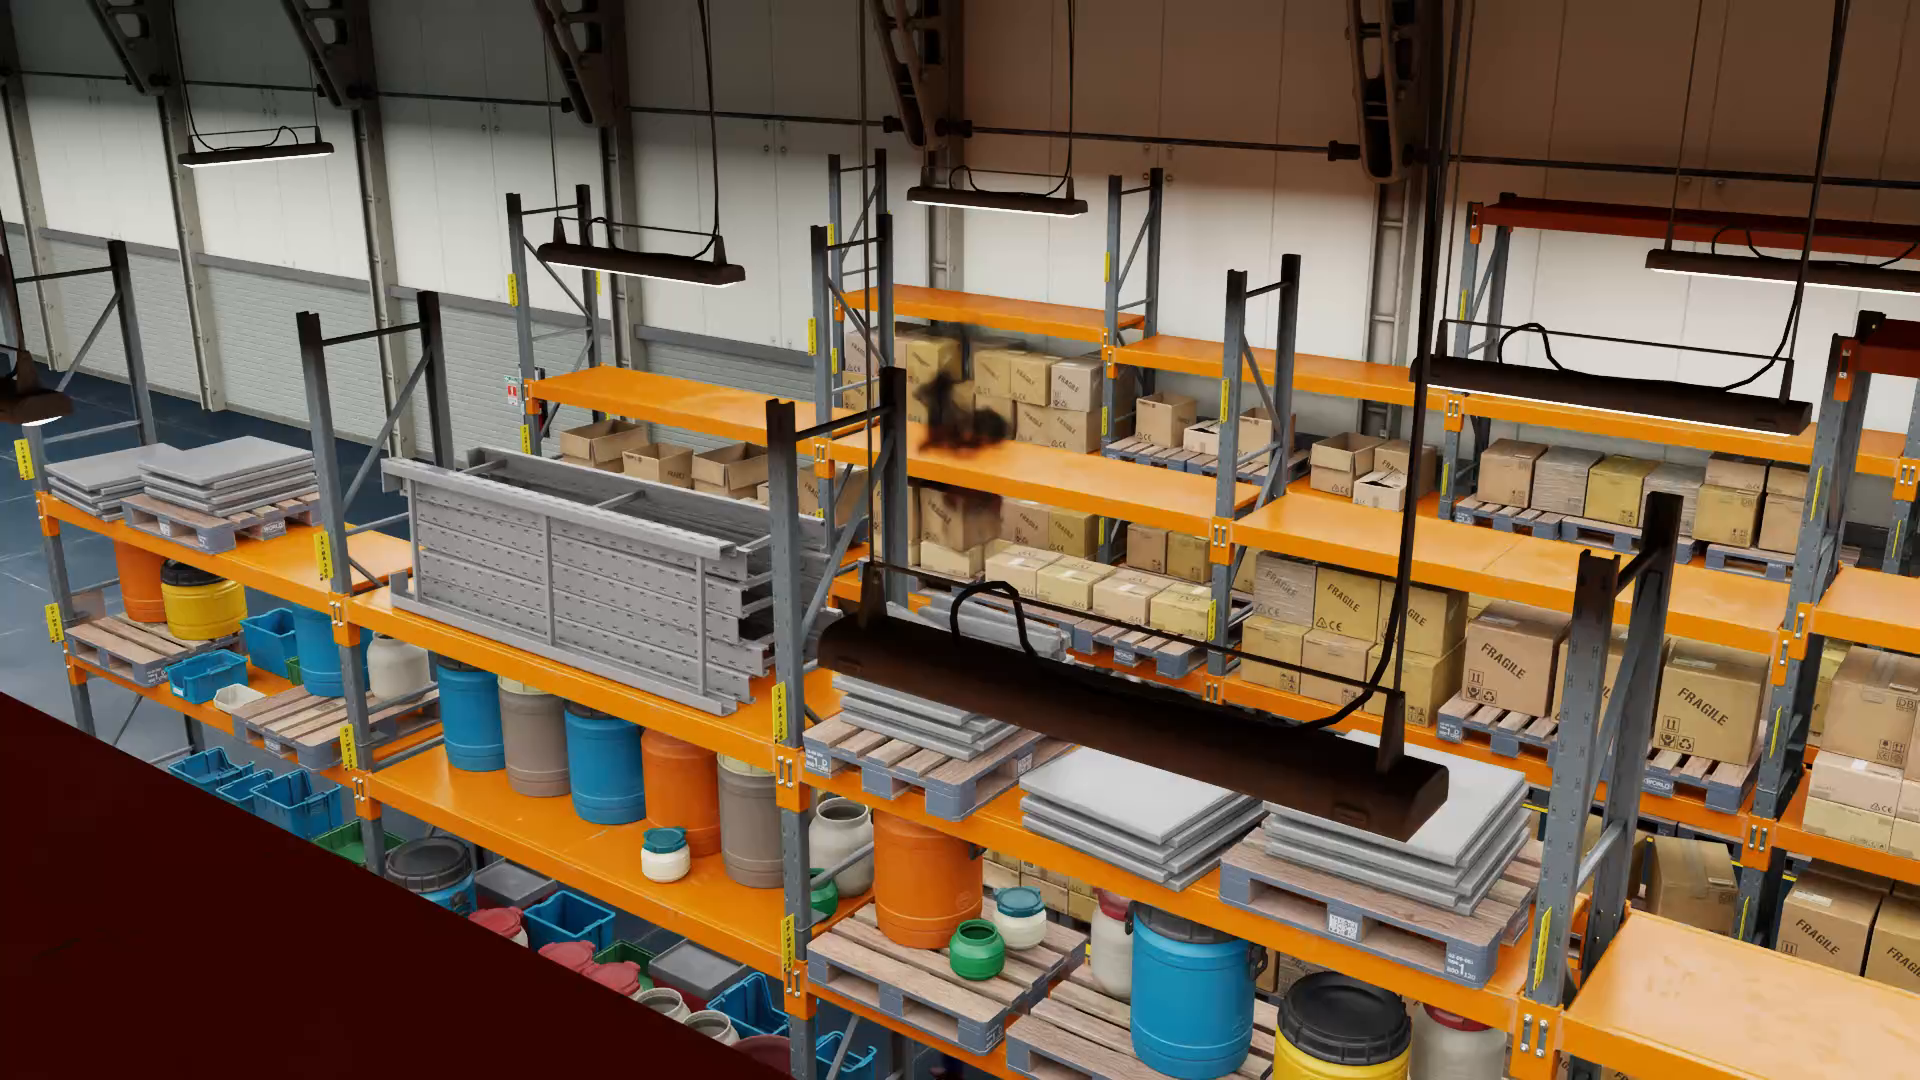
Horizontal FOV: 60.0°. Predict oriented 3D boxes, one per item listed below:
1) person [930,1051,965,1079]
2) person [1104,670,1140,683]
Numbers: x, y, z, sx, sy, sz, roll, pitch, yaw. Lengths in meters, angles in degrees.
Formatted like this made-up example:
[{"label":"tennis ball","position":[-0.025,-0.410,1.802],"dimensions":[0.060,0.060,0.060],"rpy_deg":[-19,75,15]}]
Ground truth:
[{"label":"person","position":[0.080,3.397,12.475],"dimensions":[0.685,1.623,0.608],"rpy_deg":[9,20,24]},{"label":"person","position":[1.673,1.786,16.897],"dimensions":[0.987,1.786,0.656],"rpy_deg":[8,20,22]}]
